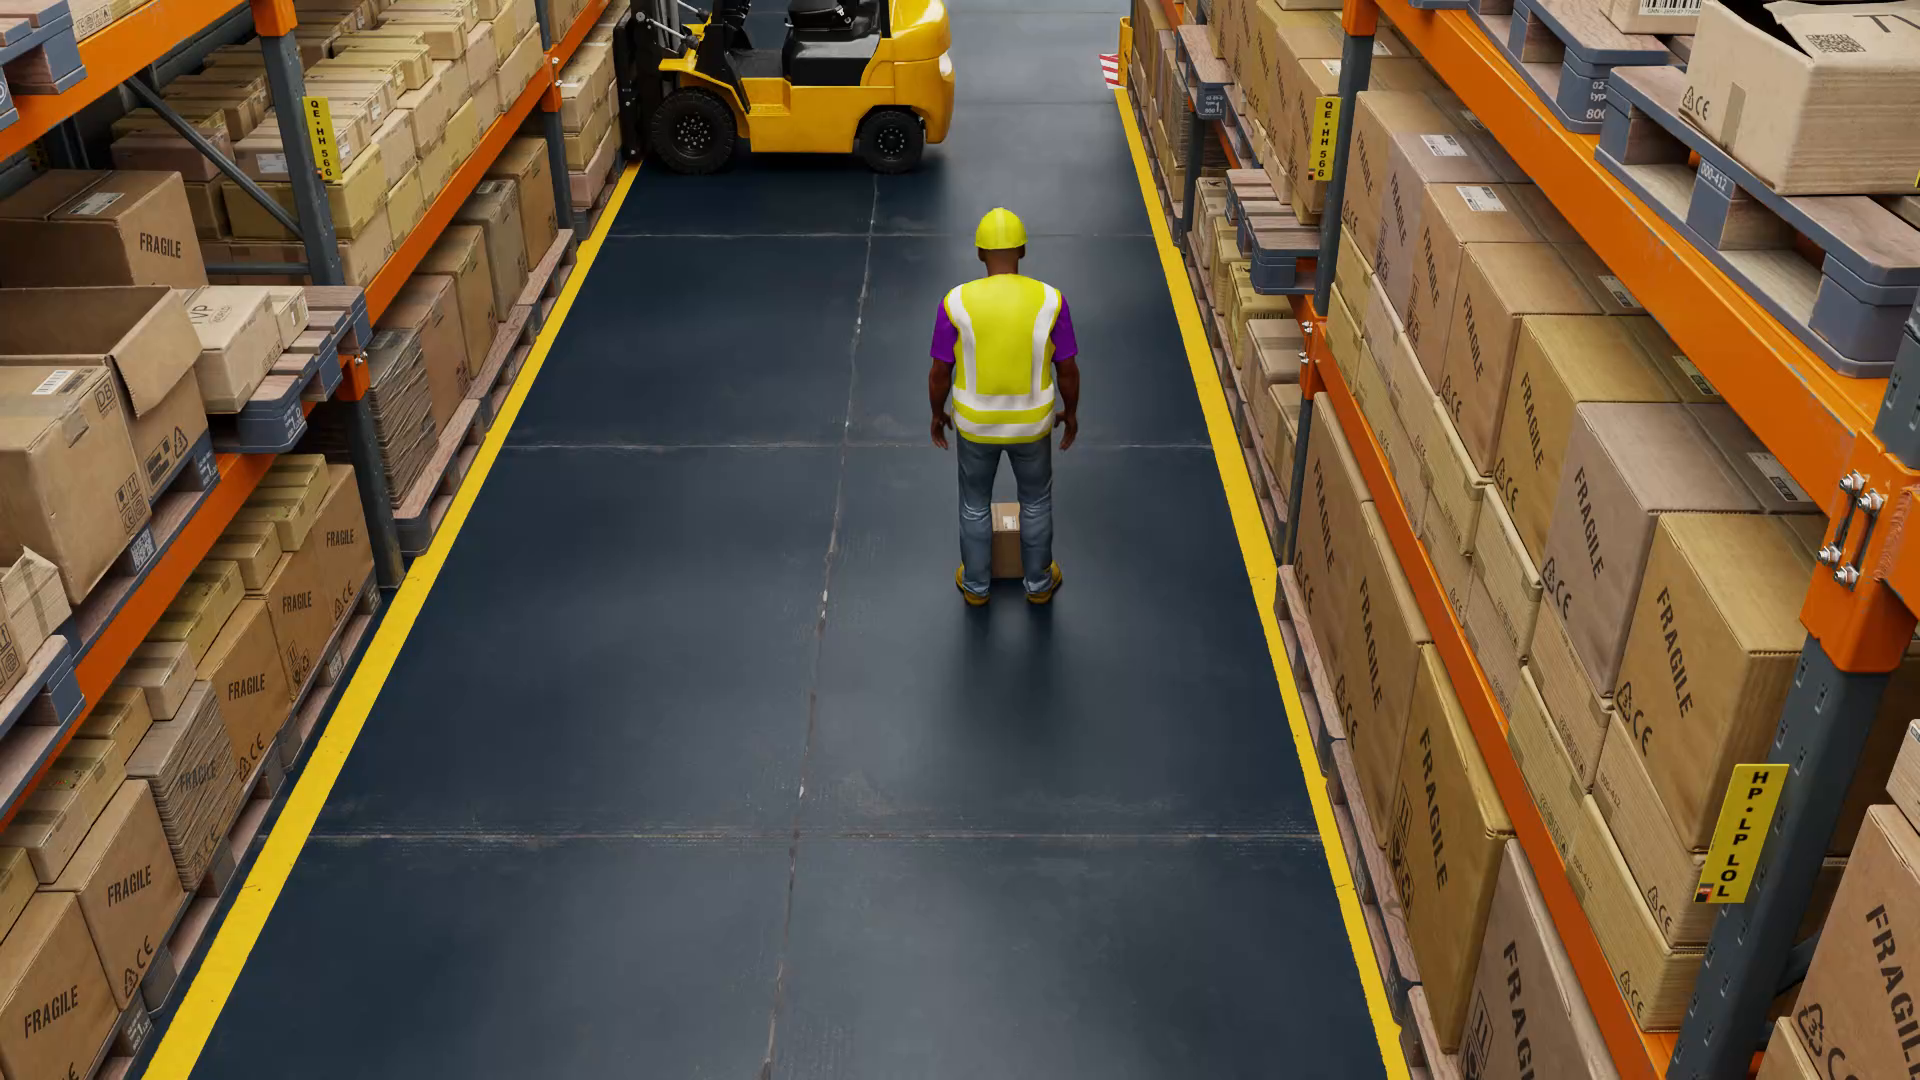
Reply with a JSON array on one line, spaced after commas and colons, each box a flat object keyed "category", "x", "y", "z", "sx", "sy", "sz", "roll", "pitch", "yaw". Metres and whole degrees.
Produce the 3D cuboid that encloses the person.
[{"category": "person", "x": 0.185, "y": -0.523, "z": 6.975, "sx": 0.628, "sy": 1.760, "sz": 0.459, "roll": 0, "pitch": 31, "yaw": 0}]
